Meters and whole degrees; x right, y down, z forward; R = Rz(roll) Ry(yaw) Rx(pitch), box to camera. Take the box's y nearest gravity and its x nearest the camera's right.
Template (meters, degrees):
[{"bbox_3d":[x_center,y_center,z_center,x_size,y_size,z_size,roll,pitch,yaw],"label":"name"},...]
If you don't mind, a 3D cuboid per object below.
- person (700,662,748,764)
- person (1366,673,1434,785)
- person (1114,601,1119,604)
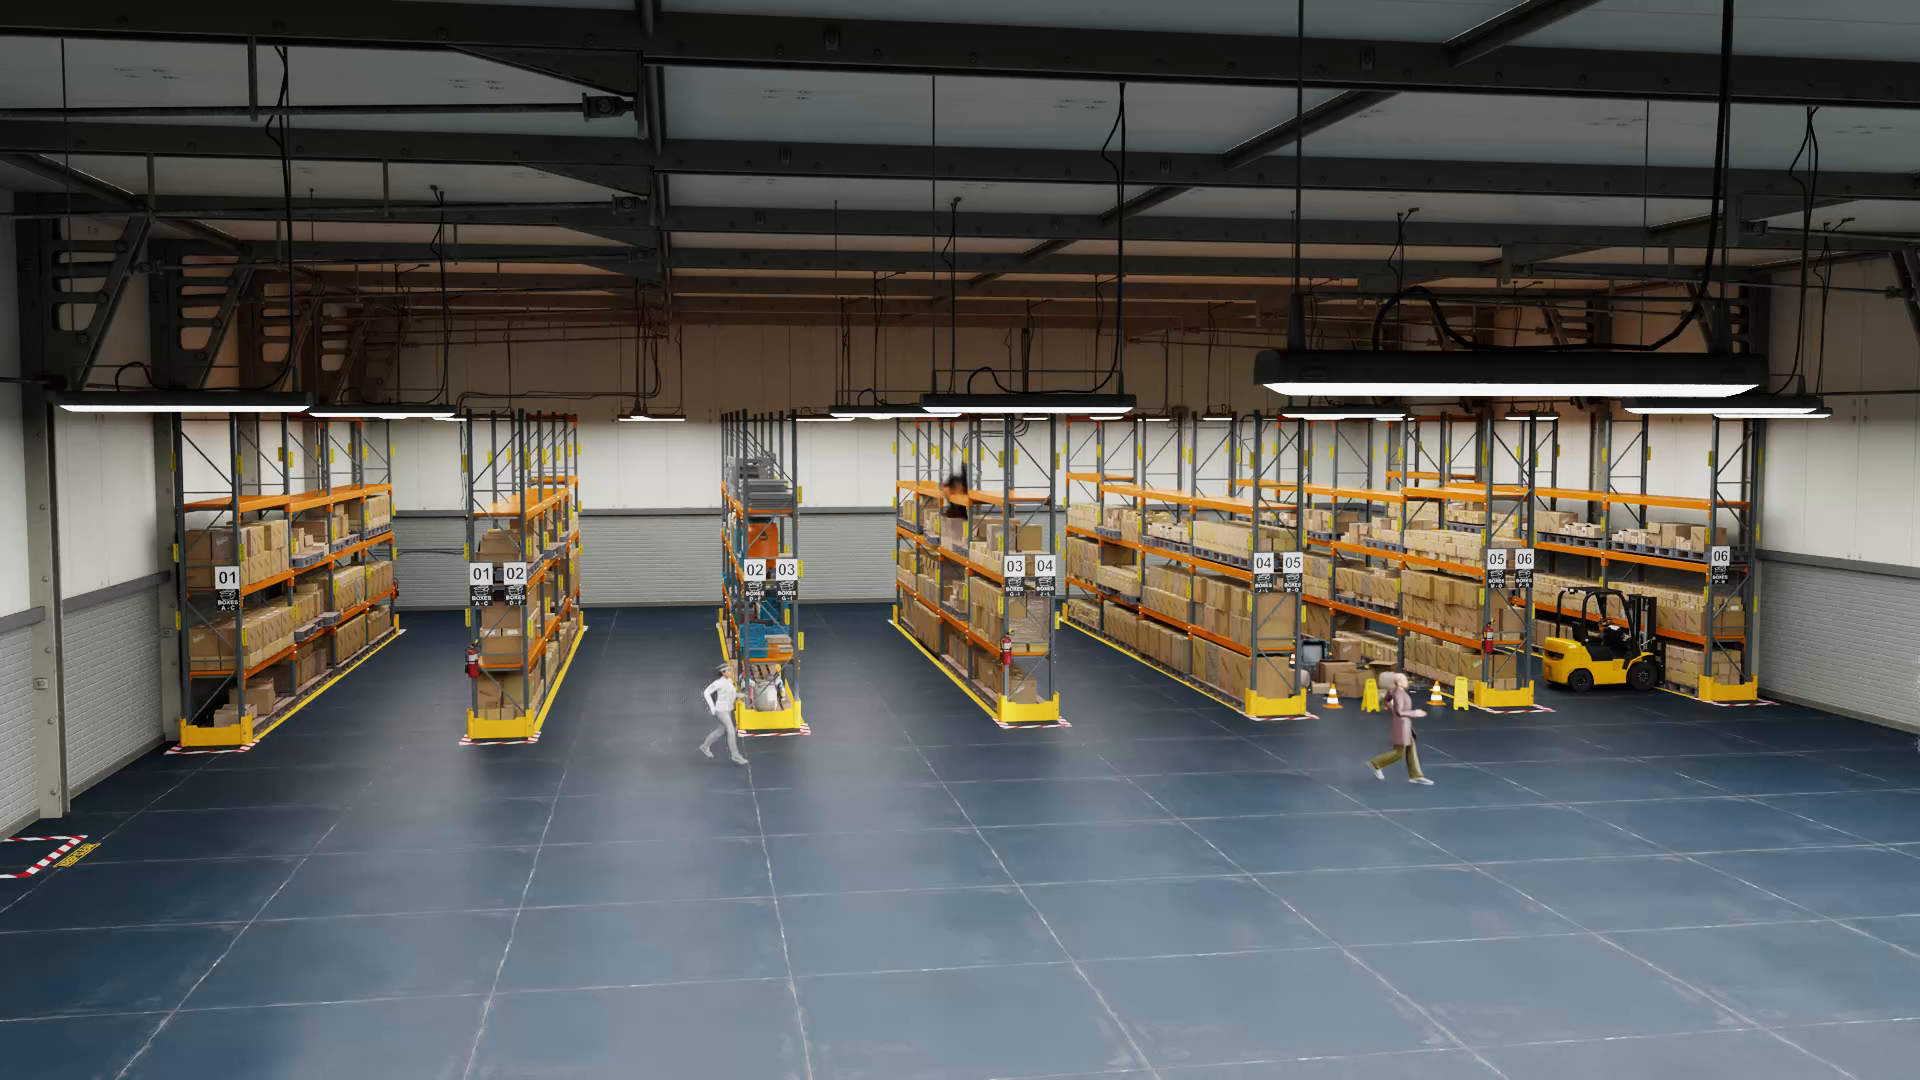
[{"bbox_3d":[-3.998,2.898,27.998,0.927,1.698,0.564,1,4,18],"label":"person"},{"bbox_3d":[6.953,2.984,26.258,1.047,1.768,0.708,1,4,14],"label":"person"},{"bbox_3d":[4.670,1.412,49.585,0.651,1.726,0.870,-4,6,-44],"label":"person"}]
